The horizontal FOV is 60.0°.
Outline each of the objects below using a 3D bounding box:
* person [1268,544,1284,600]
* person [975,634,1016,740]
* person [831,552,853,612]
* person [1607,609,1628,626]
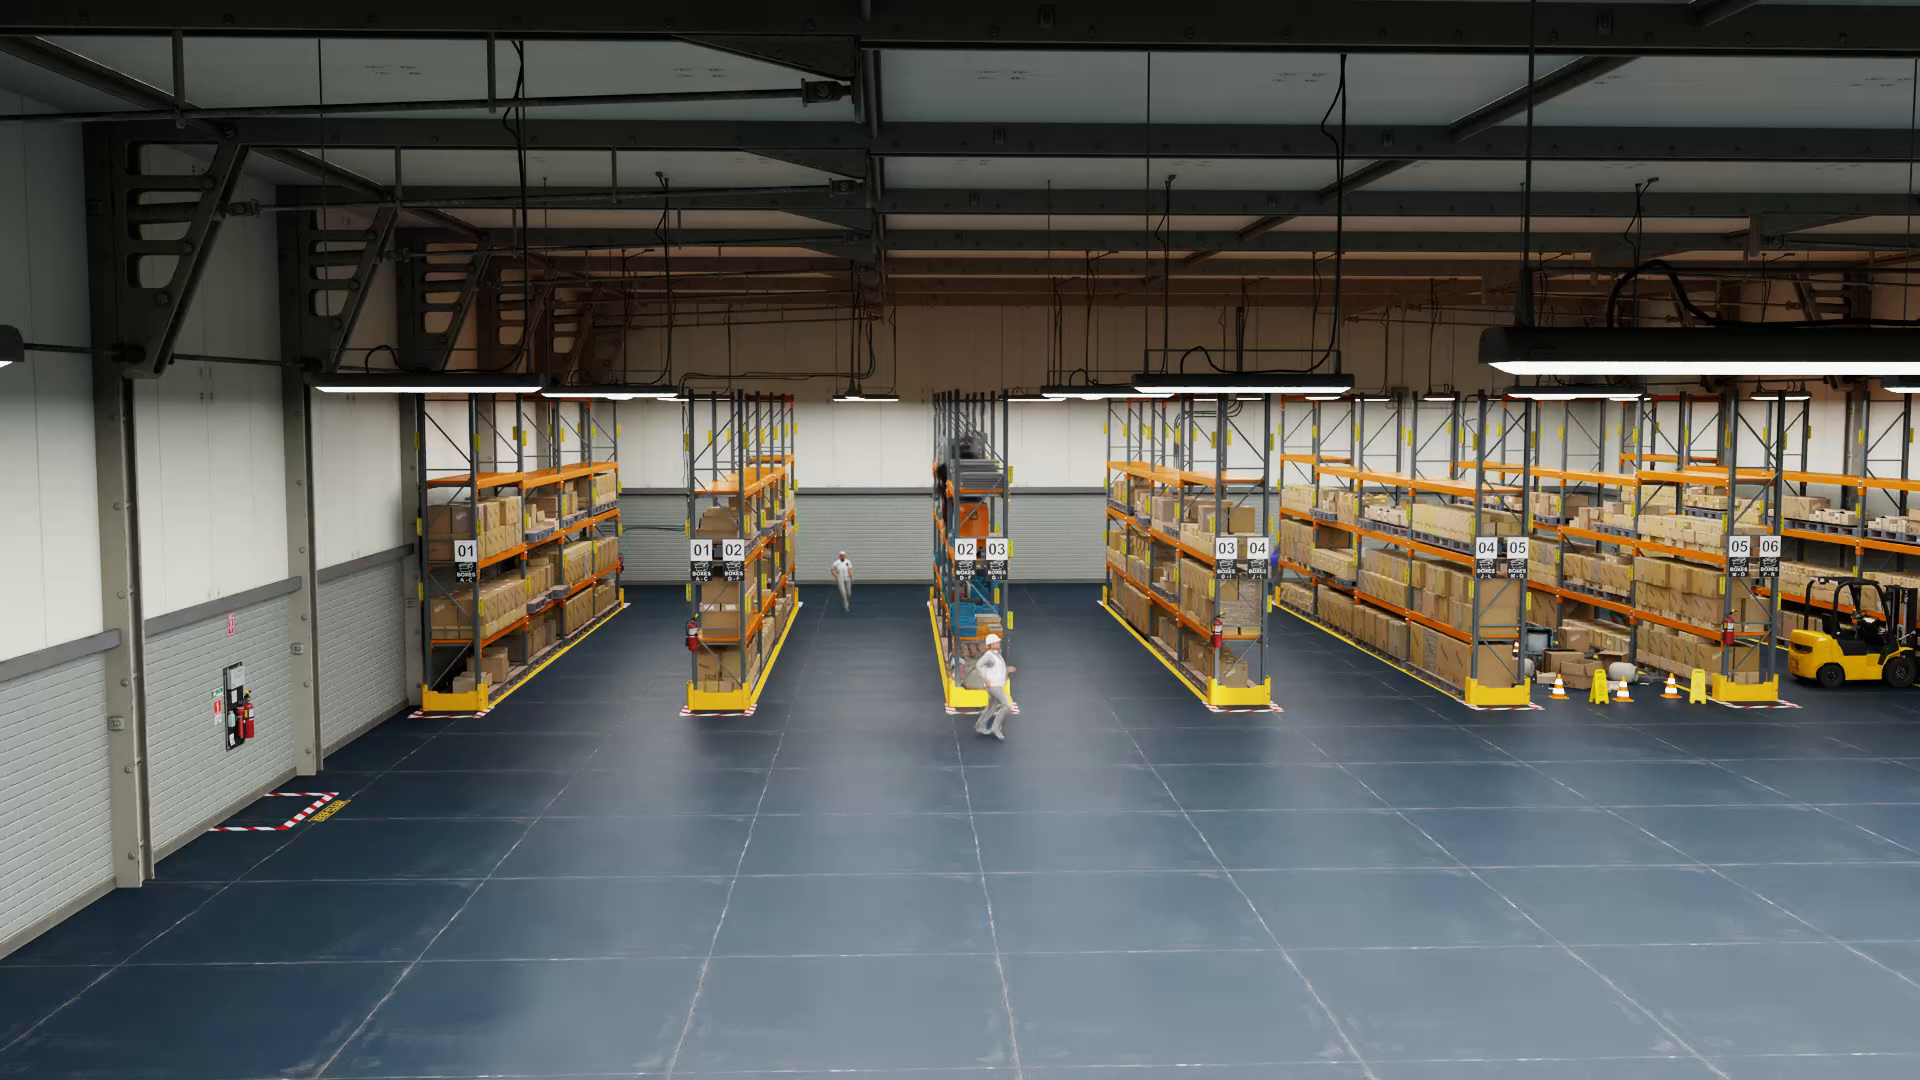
[{"bbox_3d":[9.360,0.929,48.976,0.803,1.648,0.579,-3,6,-37],"label":"person"},{"bbox_3d":[0.589,2.524,28.477,0.733,1.813,0.540,1,5,13],"label":"person"},{"bbox_3d":[-3.275,1.142,46.313,0.626,1.658,0.736,-1,5,-16],"label":"person"},{"bbox_3d":[16.521,1.451,41.814,0.657,1.740,0.597,-1,5,-9],"label":"person"}]
